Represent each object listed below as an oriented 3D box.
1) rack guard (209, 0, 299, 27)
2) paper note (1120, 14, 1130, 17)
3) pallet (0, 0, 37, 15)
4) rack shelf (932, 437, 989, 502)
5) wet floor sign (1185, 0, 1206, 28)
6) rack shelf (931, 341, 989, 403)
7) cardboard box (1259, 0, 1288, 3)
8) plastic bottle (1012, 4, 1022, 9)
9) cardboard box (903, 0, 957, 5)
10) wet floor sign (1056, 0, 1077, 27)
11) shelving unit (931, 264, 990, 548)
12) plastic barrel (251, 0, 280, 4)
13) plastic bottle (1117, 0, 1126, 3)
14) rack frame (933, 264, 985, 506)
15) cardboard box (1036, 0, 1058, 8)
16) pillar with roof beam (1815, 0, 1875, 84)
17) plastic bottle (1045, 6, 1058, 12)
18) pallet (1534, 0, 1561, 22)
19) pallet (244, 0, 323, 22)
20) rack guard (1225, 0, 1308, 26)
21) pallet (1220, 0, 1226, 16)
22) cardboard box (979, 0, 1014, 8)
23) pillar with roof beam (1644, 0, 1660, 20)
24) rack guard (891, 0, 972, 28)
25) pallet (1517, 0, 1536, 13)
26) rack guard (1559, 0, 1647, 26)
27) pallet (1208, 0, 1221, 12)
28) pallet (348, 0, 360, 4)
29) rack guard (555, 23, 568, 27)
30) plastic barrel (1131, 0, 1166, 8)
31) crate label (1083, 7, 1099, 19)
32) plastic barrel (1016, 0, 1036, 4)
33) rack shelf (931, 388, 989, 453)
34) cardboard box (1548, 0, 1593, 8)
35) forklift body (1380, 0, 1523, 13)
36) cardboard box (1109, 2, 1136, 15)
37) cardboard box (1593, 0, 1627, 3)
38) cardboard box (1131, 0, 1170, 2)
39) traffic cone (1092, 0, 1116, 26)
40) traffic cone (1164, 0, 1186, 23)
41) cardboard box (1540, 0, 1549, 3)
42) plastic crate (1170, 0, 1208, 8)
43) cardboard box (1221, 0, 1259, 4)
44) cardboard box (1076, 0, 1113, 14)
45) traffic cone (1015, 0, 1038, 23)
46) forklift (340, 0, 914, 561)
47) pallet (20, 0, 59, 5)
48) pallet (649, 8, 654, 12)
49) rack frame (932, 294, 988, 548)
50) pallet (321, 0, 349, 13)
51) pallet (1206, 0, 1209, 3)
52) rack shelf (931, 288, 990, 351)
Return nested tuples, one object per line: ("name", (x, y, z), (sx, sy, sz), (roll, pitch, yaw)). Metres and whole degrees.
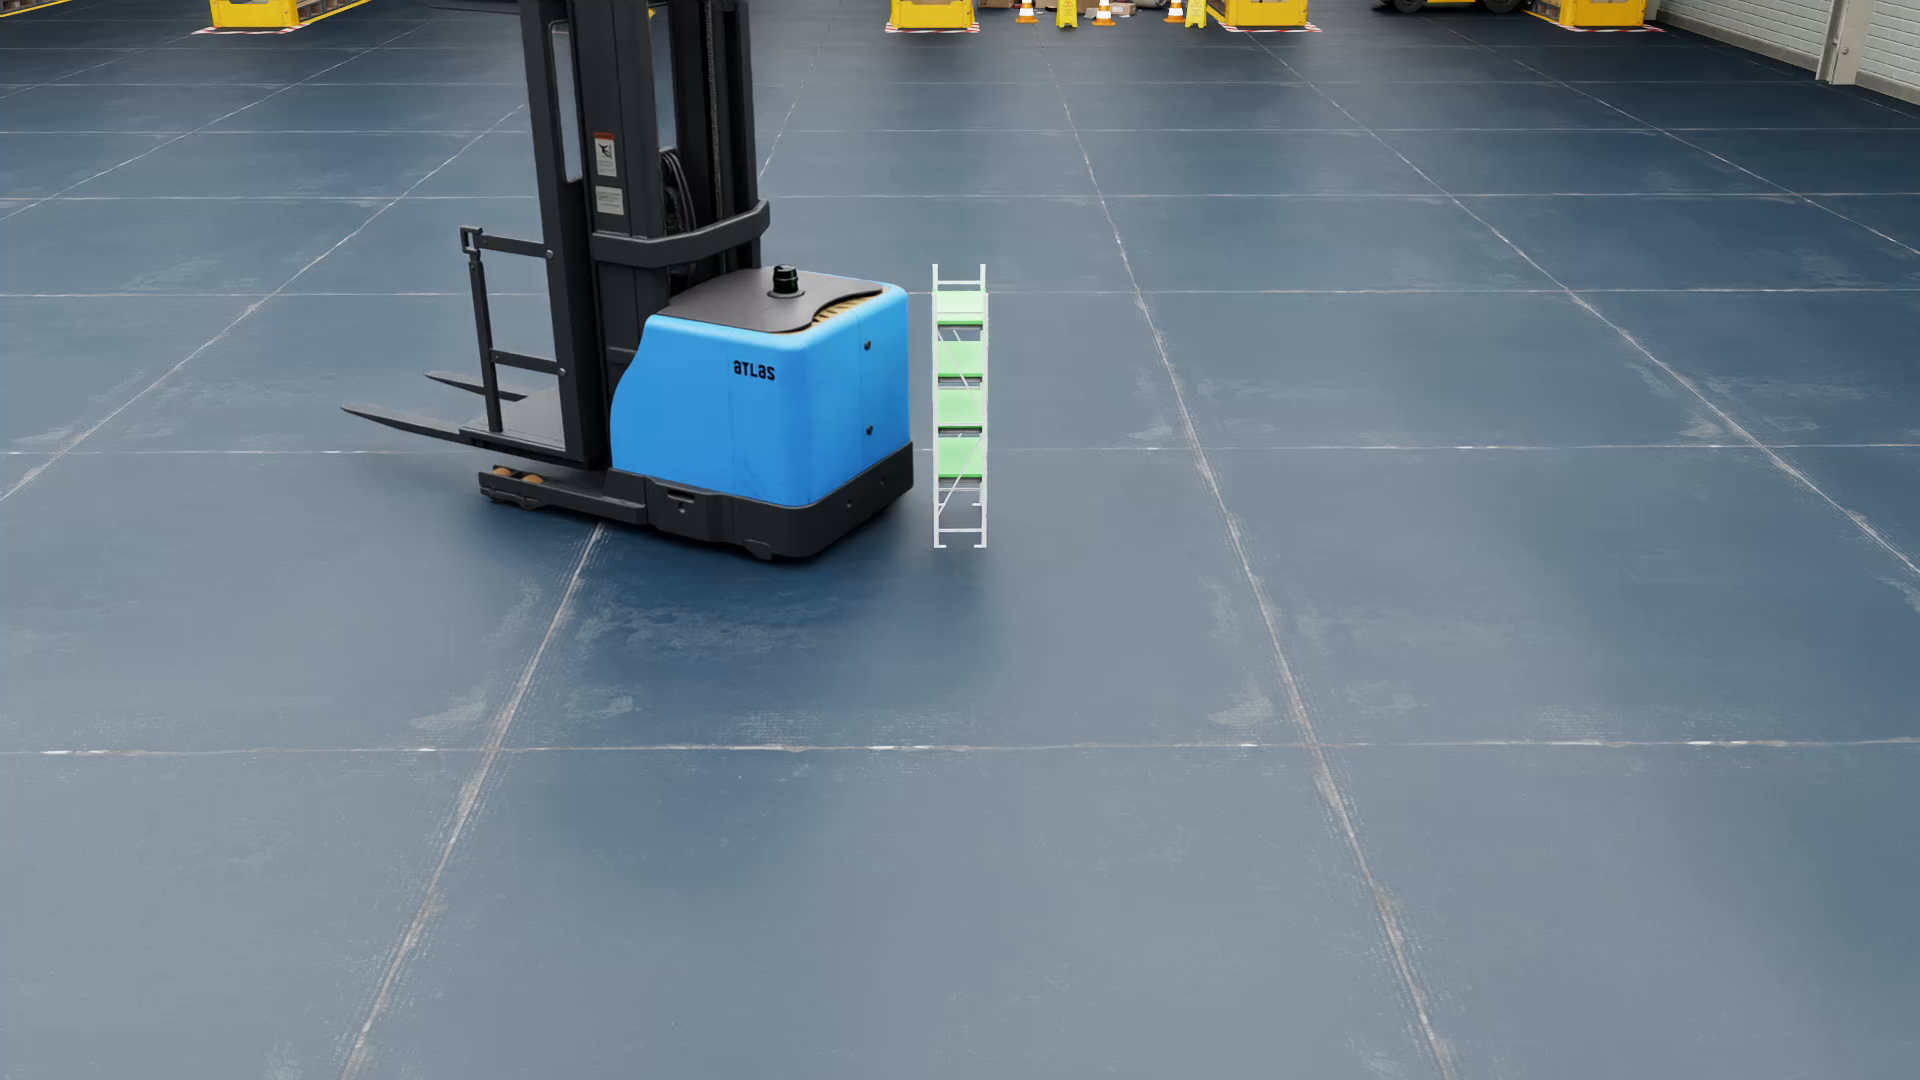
("rack guard", (-10.376, -7.823, 24.439), (1.175, 0.500, 0.348), (0, 24, -1))
("paper note", (2.533, -8.025, 25.456), (0.148, 0.019, 0.142), (-9, 26, -19))
("pallet", (-15.342, -8.456, 26.189), (1.003, 0.211, 1.213), (0, 24, -1))
("rack shelf", (-0.002, -0.338, 7.779), (0.258, 0.148, 0.480), (0, 24, -1))
("wet floor sign", (3.466, -7.841, 24.305), (0.267, 0.644, 0.232), (8, 26, 18))
("rack shelf", (-0.002, -0.775, 7.581), (0.258, 0.148, 0.480), (0, 24, -1))
("cardboard box", (4.802, -8.269, 25.221), (0.500, 0.250, 0.500), (0, 24, -1))
("plastic bottle", (0.984, -8.507, 26.486), (0.283, 0.061, 0.133), (-9, 26, -19))
("cardboard box", (-0.488, -8.436, 24.830), (0.875, 0.875, 0.875), (0, 24, 0))
("wet floor sign", (1.566, -7.858, 24.340), (0.267, 0.644, 0.232), (-4, 25, -10))
("shelving unit", (-0.002, -0.615, 7.654), (0.258, 1.200, 0.503), (0, 24, -1))
("plastic barrel", (-10.412, -8.259, 24.880), (0.421, 0.512, 0.421), (0, 24, 0))
("plastic bottle", (2.629, -8.766, 27.059), (0.133, 0.061, 0.283), (4, 25, 9))
("rack frame", (-0.004, -0.715, 7.876), (0.240, 1.200, 0.015), (0, 24, -1))
("cardboard box", (1.402, -8.636, 26.522), (0.396, 0.266, 0.258), (4, 25, 9))
("pillar with roof beam", (6.152, -9.554, 17.954), (9.100, 9.000, 0.400), (0, 24, -1))
("plastic bottle", (1.427, -8.359, 26.157), (0.133, 0.061, 0.283), (-9, 26, -19))
("pallet", (9.447, -8.065, 25.327), (1.003, 0.211, 1.213), (0, 24, -1))
("pallet", (-10.379, -8.026, 25.239), (1.003, 0.211, 1.213), (0, 24, -1))
("rack guard", (4.533, -7.890, 24.587), (1.175, 0.500, 0.348), (0, 24, -1))
("pallet", (4.560, -8.093, 25.388), (1.003, 0.211, 1.213), (0, 24, -1))
("cardboard box", (0.585, -8.809, 26.617), (0.500, 0.500, 0.500), (4, 25, 9))
("pillar with roof beam", (6.086, -12.026, 23.420), (9.100, 9.000, 0.400), (0, 24, -1))
("rack guard", (-0.414, -7.784, 24.355), (1.175, 0.500, 0.348), (0, 24, -1))
("pallet", (9.437, -8.567, 26.436), (1.003, 0.211, 1.213), (0, 24, -1))
("rack guard", (9.498, -7.872, 24.549), (1.175, 0.500, 0.348), (0, 24, -1))
("pallet", (4.549, -8.594, 26.496), (1.003, 0.211, 1.213), (0, 24, -1))
("pallet", (-10.406, -9.031, 27.462), (1.003, 0.211, 1.213), (0, 24, -1))
("rack guard", (-5.376, -7.845, 24.489), (1.175, 0.500, 0.348), (0, 24, -1))
("plastic barrel", (2.998, -8.668, 26.401), (0.512, 0.421, 0.421), (19, 30, 35))
("crate label", (2.063, -8.043, 25.367), (0.250, 0.136, 0.298), (-14, 28, -28))
("plastic barrel", (1.088, -8.947, 27.019), (0.512, 0.421, 0.421), (19, 30, 35))
("rack shelf", (-0.002, -0.557, 7.680), (0.258, 0.148, 0.480), (0, 24, -1))
("cardboard box", (9.176, -8.152, 24.961), (0.500, 0.250, 0.500), (0, 24, 0))
("forklift body", (7.652, -9.407, 25.940), (2.313, 2.155, 1.214), (0, 24, -1))
("cardboard box", (2.500, -8.229, 25.764), (0.380, 0.149, 0.250), (13, 27, 27))
("cardboard box", (9.688, -8.163, 24.985), (0.500, 0.250, 0.500), (0, 24, 0))
("cardboard box", (3.141, -9.060, 27.172), (0.500, 0.500, 0.500), (19, 30, 35))
("traffic cone", (2.133, -7.868, 24.584), (0.336, 0.463, 0.334), (0, 24, -1))
("traffic cone", (3.239, -8.013, 24.905), (0.336, 0.463, 0.334), (0, 24, -1))
("cardboard box", (9.180, -8.357, 25.414), (0.500, 0.250, 0.500), (0, 24, -1))
("plastic crate", (3.688, -8.665, 26.811), (0.402, 0.080, 0.583), (-9, 26, -19))
("cardboard box", (4.256, -8.277, 25.239), (0.500, 0.250, 0.500), (0, 24, -1))
("cardboard box", (1.983, -8.572, 26.093), (0.797, 0.503, 0.637), (-19, 31, -36))
("traffic cone", (1.000, -8.003, 24.883), (0.336, 0.463, 0.334), (0, 24, -1))
("forklift", (-1.774, -1.660, 7.863), (3.031, 2.935, 1.130), (12, 27, 25))
("pallet", (-15.358, -8.960, 27.304), (1.003, 0.211, 1.213), (0, 24, -1))
("pallet", (-5.360, -8.550, 26.398), (1.003, 0.211, 1.213), (0, 24, -1))
("rack frame", (0.001, -0.514, 7.431), (0.240, 1.200, 0.015), (0, 24, -1))
("pallet", (-10.390, -8.527, 26.348), (1.003, 0.211, 1.213), (0, 24, -1))
("pallet", (4.533, -9.098, 27.611), (1.003, 0.211, 1.213), (0, 24, -1))
("rack shelf", (-0.002, -0.994, 7.482), (0.258, 0.148, 0.480), (0, 24, -1))
